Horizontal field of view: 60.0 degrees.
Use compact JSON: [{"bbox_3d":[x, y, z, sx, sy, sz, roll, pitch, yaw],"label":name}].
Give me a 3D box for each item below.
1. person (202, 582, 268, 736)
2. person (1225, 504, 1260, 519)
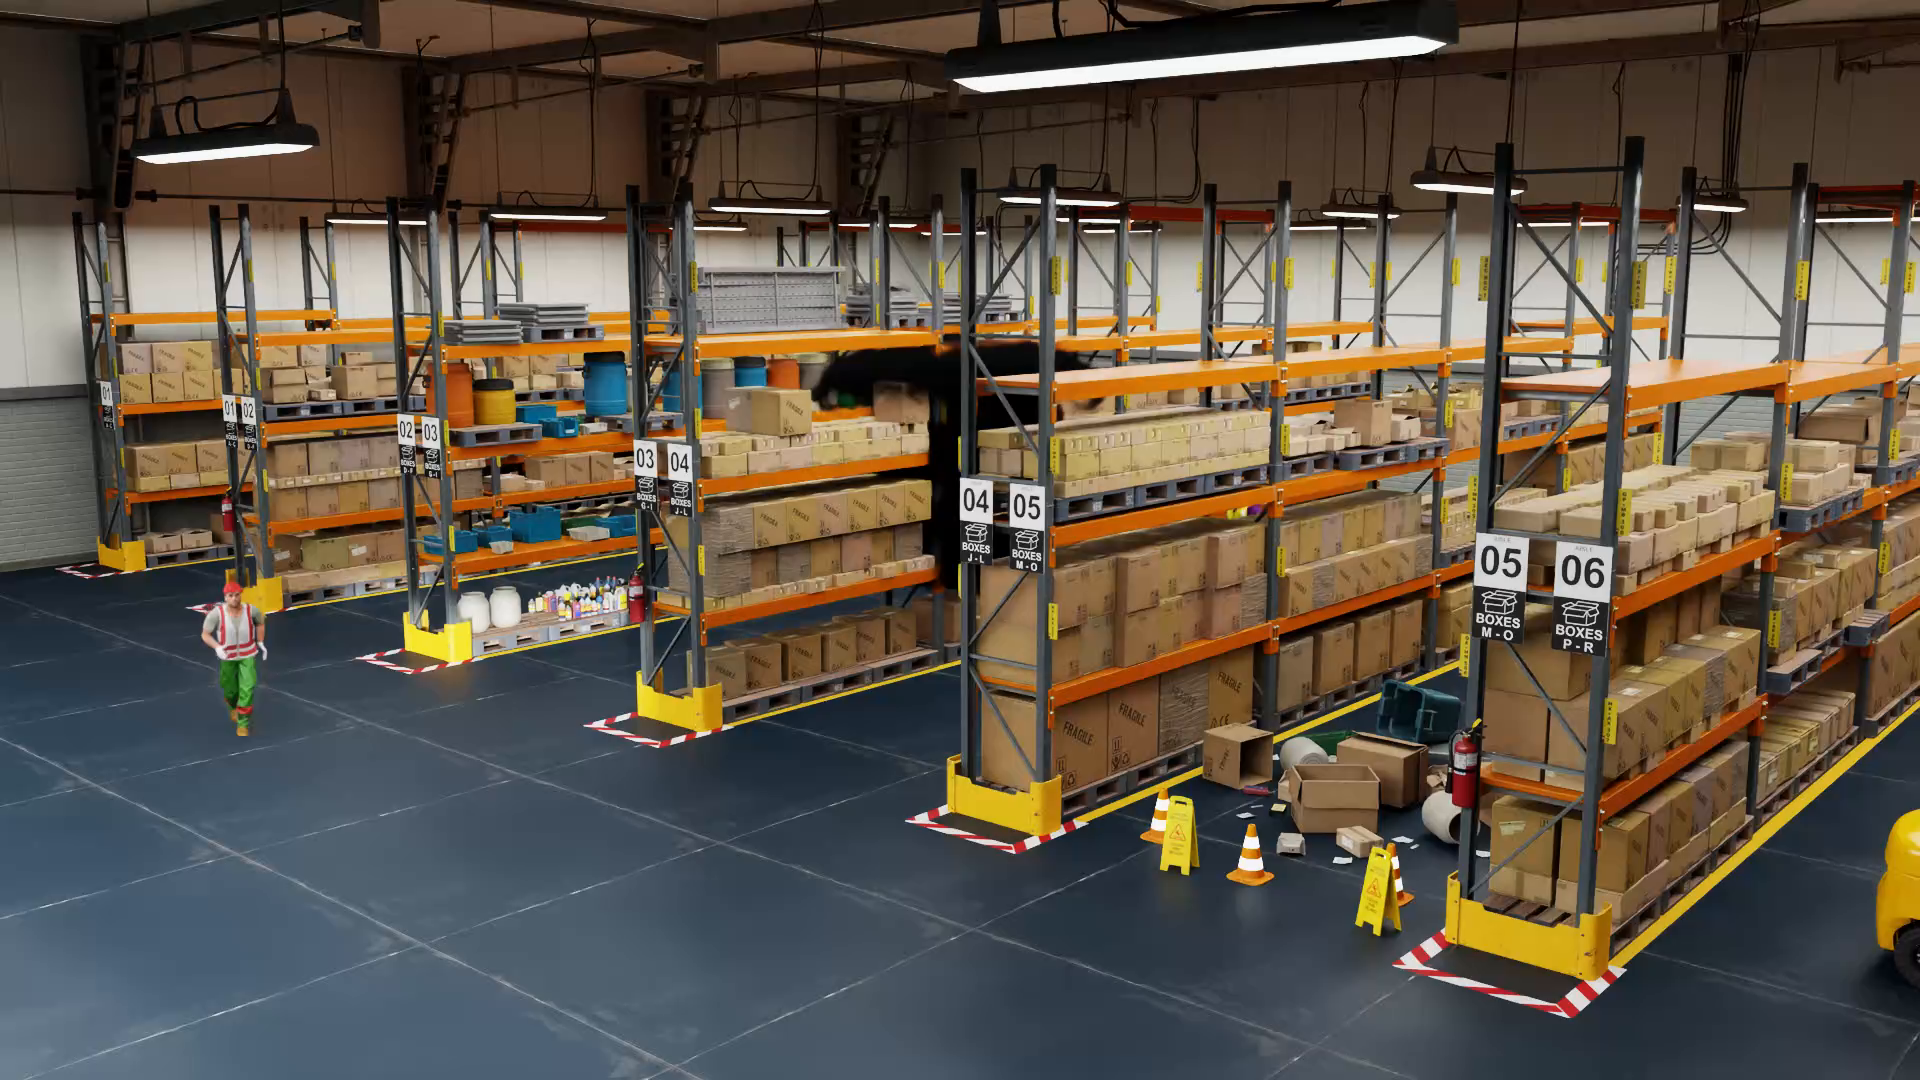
[{"bbox_3d":[-8.012,1.287,18.393,0.651,1.737,0.791,-5,10,-25],"label":"person"},{"bbox_3d":[4.102,-0.004,24.548,0.665,1.846,0.718,6,11,34],"label":"person"}]
